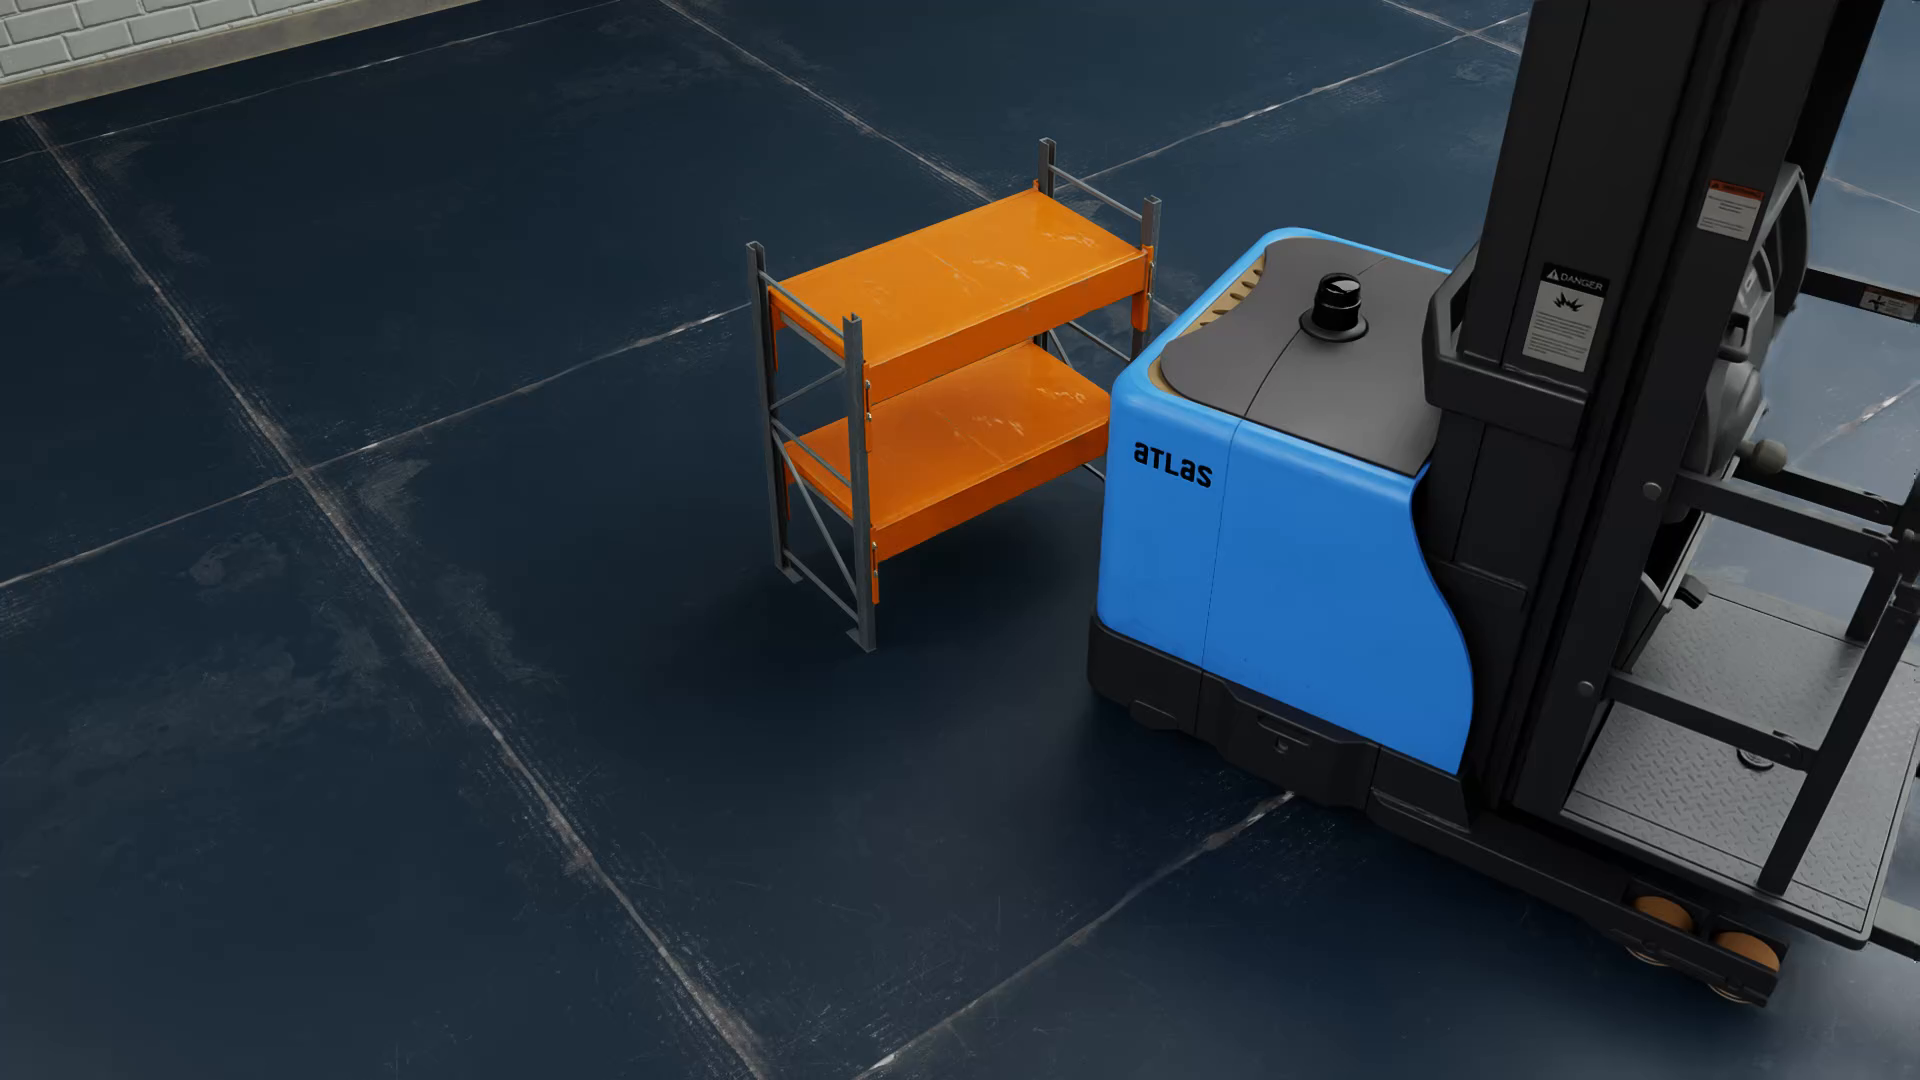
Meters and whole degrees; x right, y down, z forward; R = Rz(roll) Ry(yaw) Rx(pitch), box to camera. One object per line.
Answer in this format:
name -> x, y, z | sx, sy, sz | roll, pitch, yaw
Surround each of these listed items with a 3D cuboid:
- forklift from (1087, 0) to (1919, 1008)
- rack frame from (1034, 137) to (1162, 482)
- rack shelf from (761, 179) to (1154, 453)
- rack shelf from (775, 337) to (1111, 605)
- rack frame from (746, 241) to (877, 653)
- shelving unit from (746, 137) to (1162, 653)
forklift -> 1.870, -0.432, 3.465 | 3.031, 2.935, 1.130 | 22, 44, 25
rack frame -> 0.398, -0.629, 5.130 | 0.032, 1.125, 0.500 | -26, 46, -28
rack shelf -> -0.005, -0.659, 4.704 | 1.000, 0.278, 0.538 | -26, 46, -28
rack shelf -> -0.005, -0.243, 5.045 | 1.000, 0.278, 0.538 | -26, 46, -28
rack frame -> -0.408, -0.236, 4.651 | 0.032, 1.125, 0.500 | -26, 46, -28
shelving unit -> -0.005, -0.432, 4.890 | 1.048, 1.125, 0.538 | -26, 46, -28
